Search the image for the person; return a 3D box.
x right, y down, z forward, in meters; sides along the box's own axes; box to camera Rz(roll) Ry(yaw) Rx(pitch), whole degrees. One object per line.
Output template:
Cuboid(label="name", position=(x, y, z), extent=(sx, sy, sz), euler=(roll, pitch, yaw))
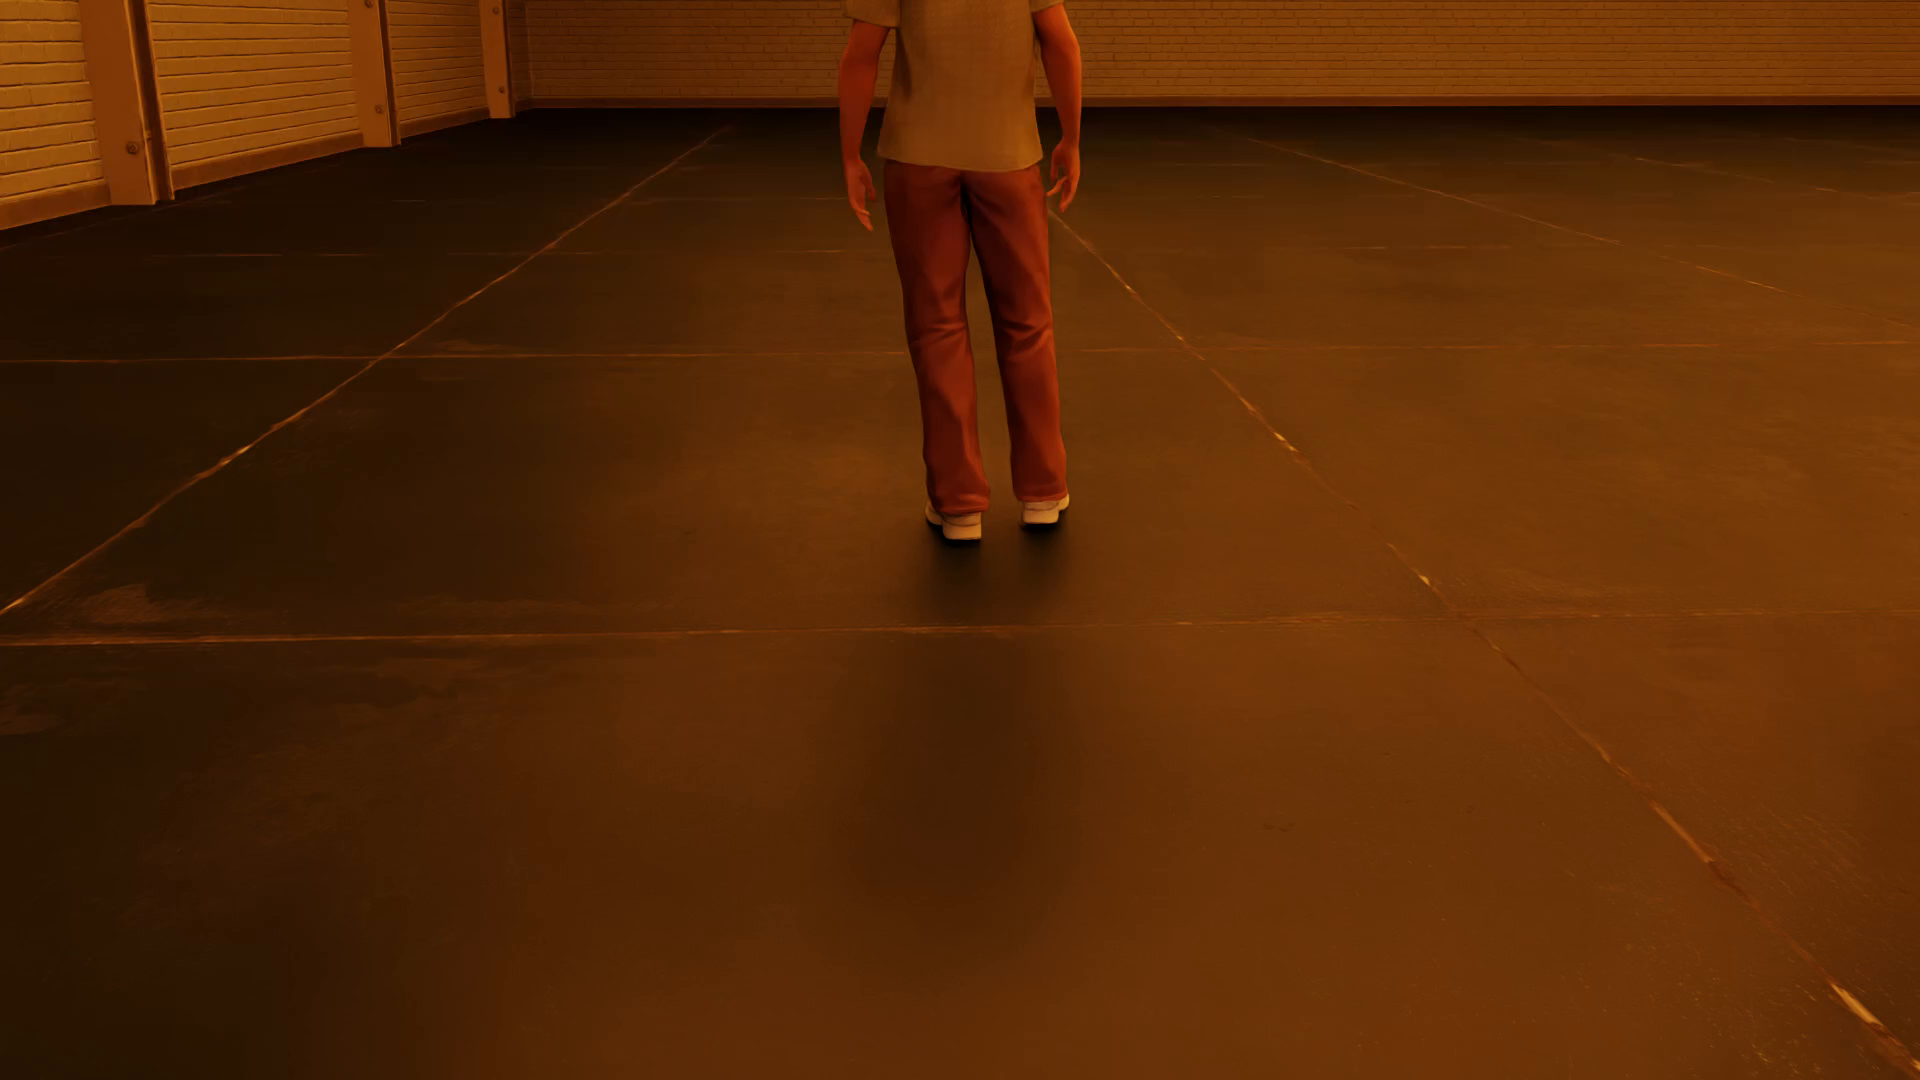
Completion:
Cuboid(label="person", position=(0.008, -0.830, 3.742), extent=(0.553, 1.673, 0.548), euler=(-1, 17, -3))
